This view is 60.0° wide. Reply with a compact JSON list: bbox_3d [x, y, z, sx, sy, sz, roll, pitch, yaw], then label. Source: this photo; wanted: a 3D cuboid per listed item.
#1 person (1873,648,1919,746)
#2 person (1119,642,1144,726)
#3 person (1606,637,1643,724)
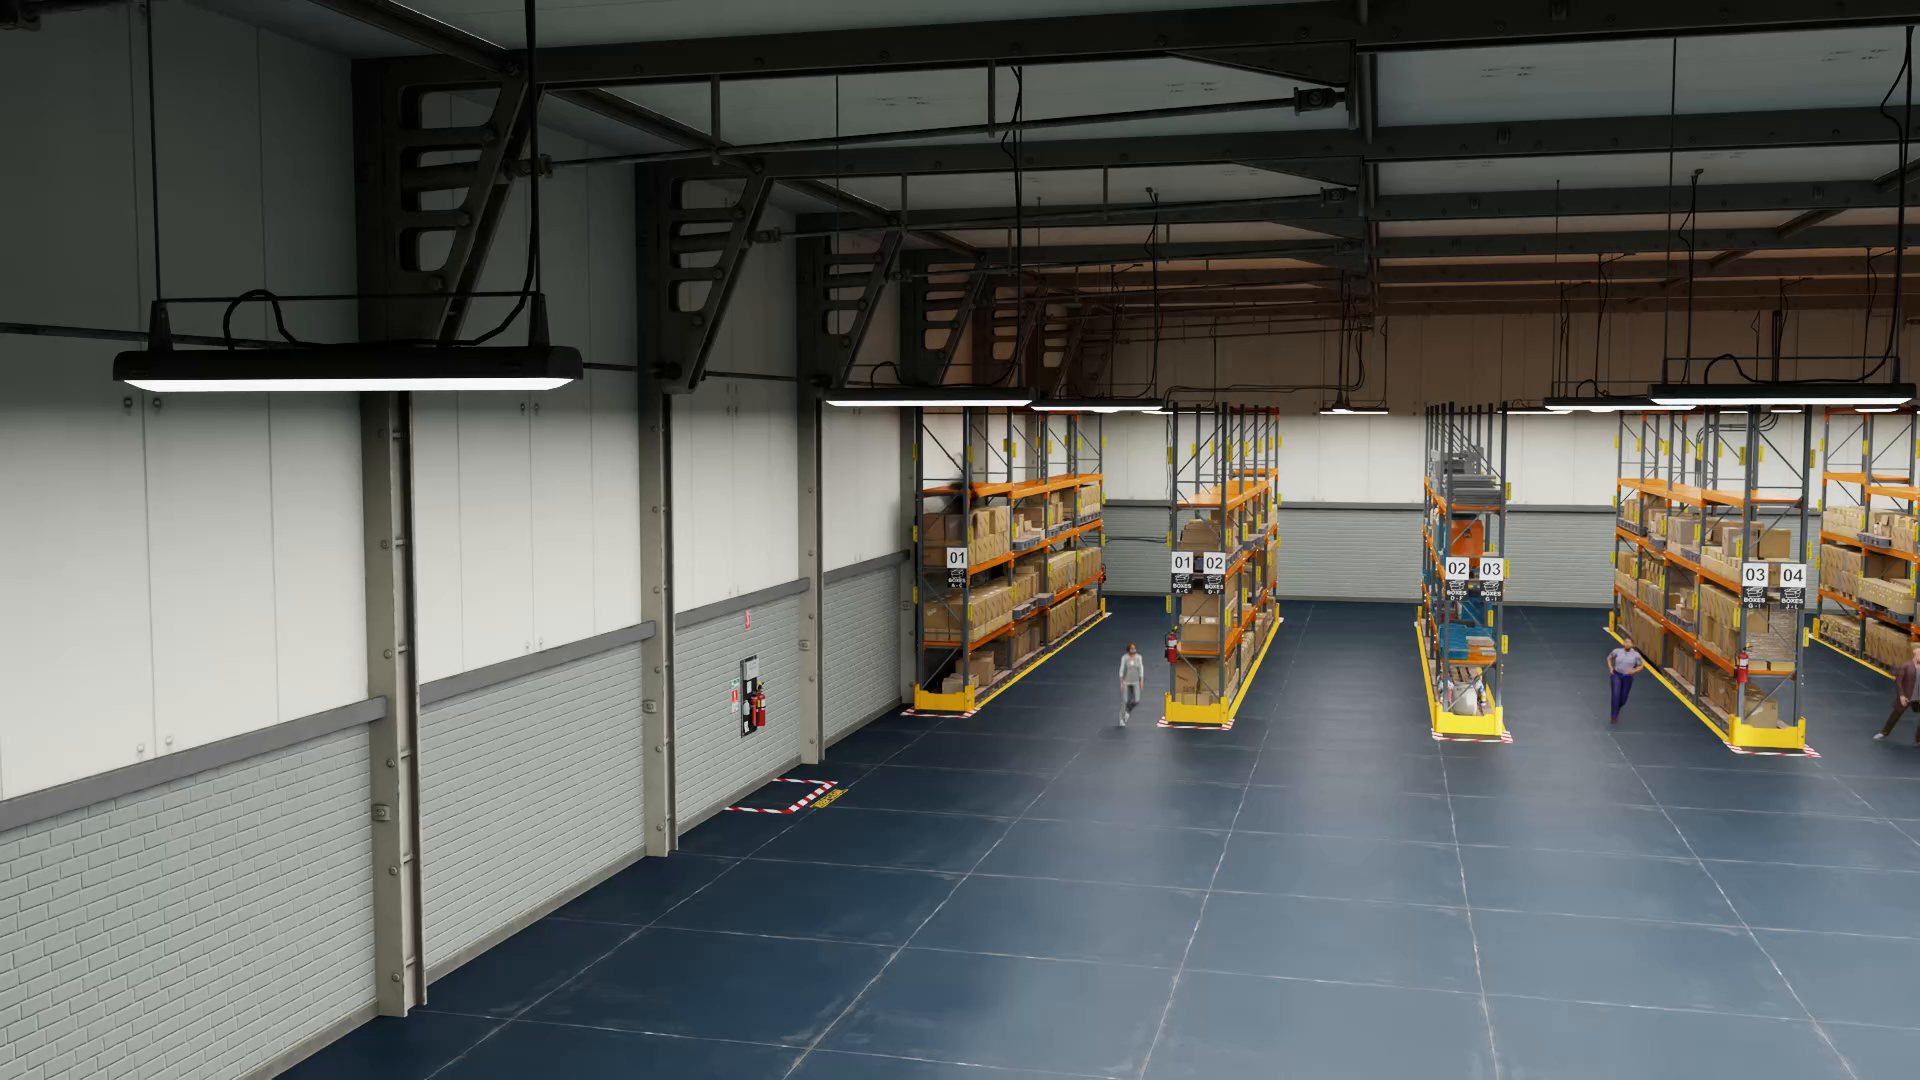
[{"bbox_3d":[16.499,2.698,29.029,0.859,1.673,0.730,0,4,5],"label":"person"},{"bbox_3d":[3.161,2.648,30.750,0.465,1.573,0.457,0,4,-4],"label":"person"},{"bbox_3d":[12.512,2.669,31.321,0.645,1.547,0.774,1,4,19],"label":"person"}]
